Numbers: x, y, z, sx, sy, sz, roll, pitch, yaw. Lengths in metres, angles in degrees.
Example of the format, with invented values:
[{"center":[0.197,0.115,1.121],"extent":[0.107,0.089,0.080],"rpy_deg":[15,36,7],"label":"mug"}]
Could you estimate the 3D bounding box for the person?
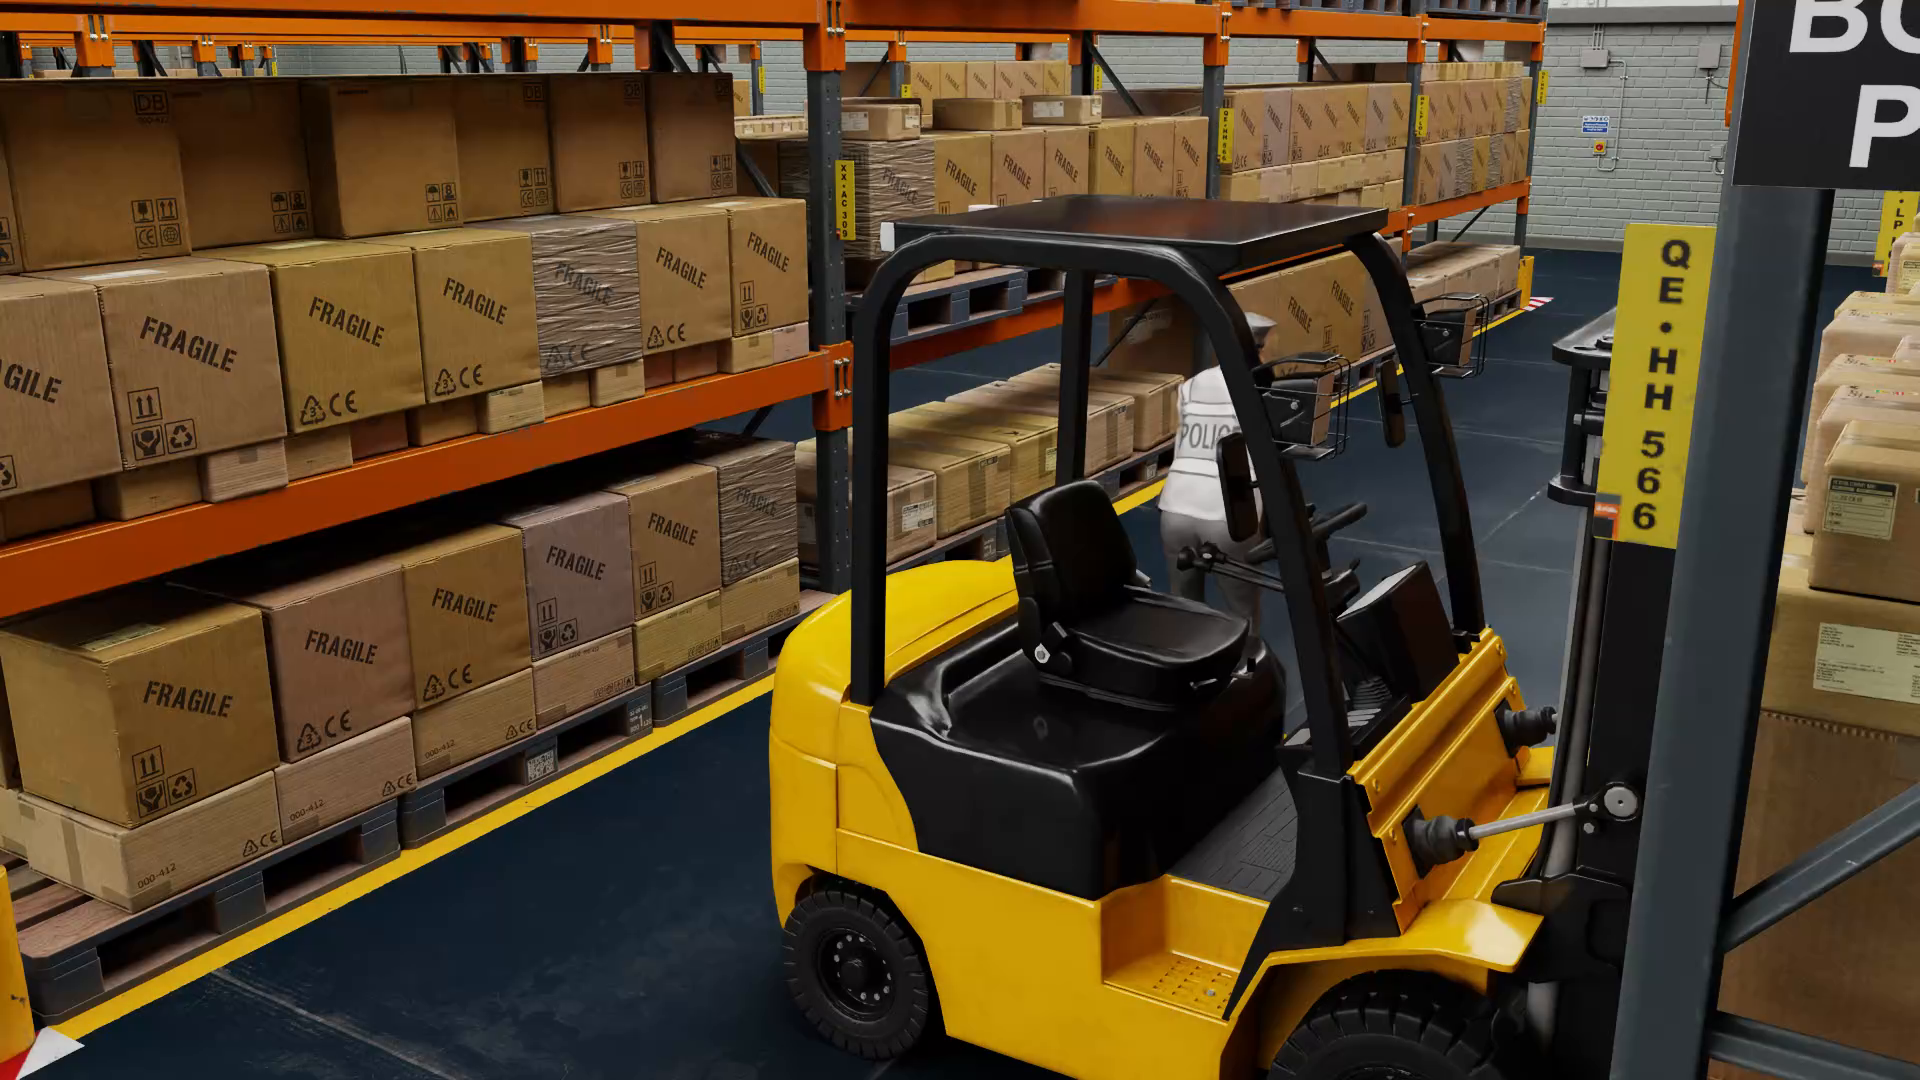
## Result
[{"center":[0.992,-0.054,6.358],"extent":[0.412,1.595,0.575],"rpy_deg":[9,19,29],"label":"person"}]
